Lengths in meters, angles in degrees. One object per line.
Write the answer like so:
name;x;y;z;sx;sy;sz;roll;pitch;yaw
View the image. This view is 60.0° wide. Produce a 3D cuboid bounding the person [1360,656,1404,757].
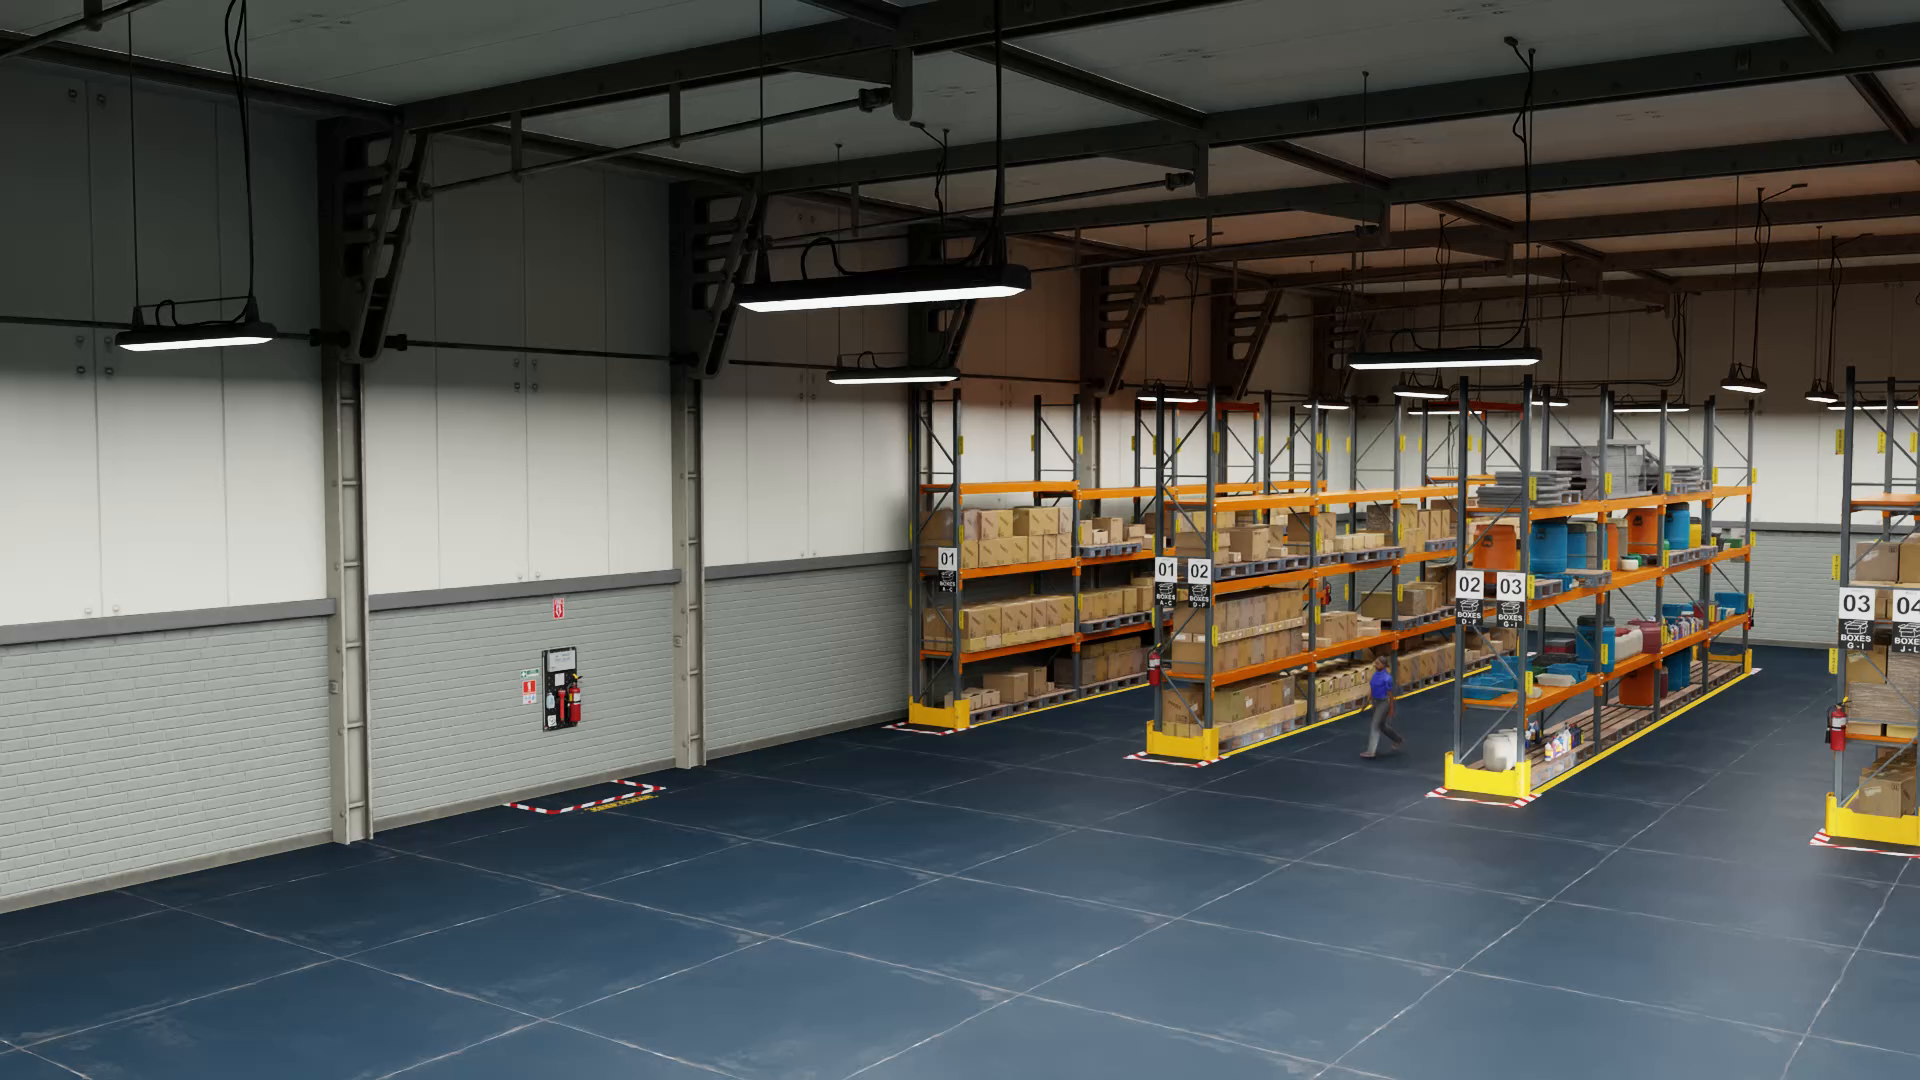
person;6.802;2.662;26.763;1.018;1.584;0.494;-2;4;-26
